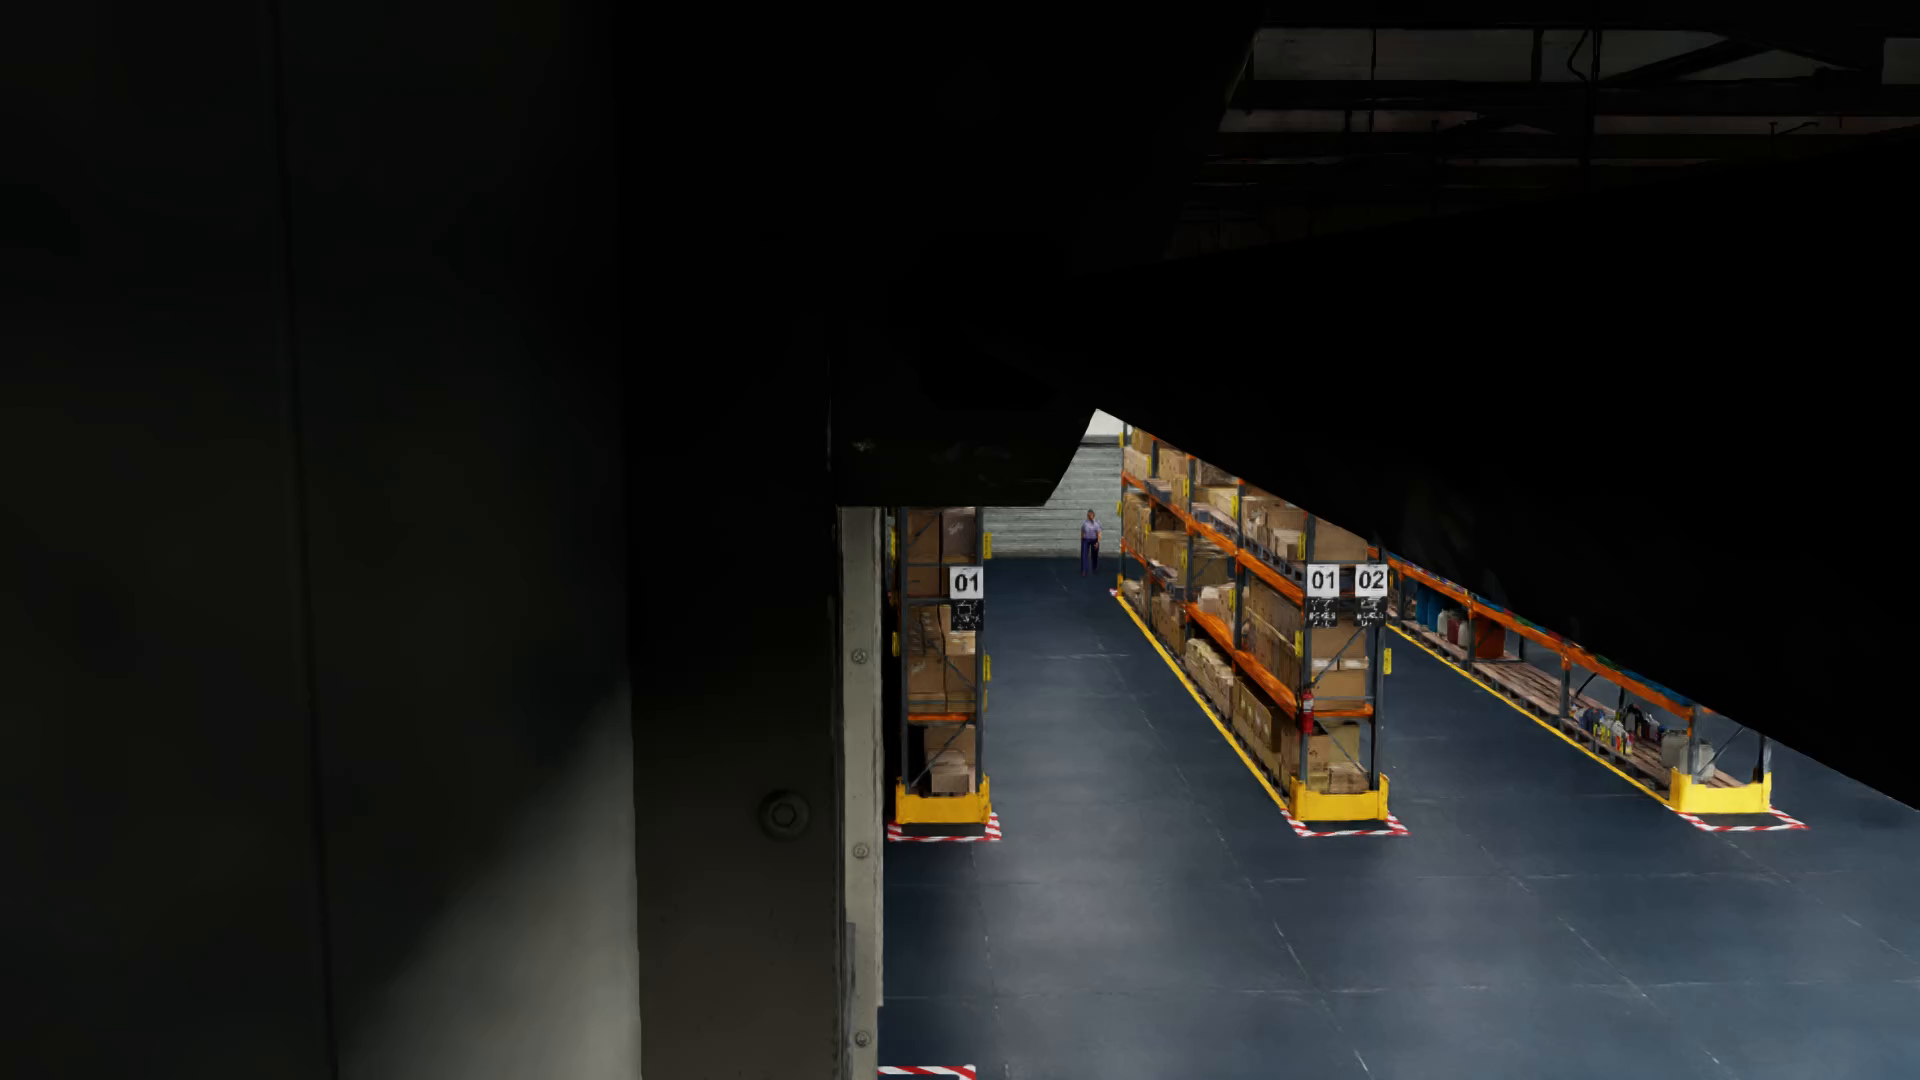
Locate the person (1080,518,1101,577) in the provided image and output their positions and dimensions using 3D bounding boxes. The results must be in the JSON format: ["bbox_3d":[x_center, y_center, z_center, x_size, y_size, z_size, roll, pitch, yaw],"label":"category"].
[{"bbox_3d":[3.080,0.148,39.039,0.470,1.394,1.003,1,8,6],"label":"person"}]
